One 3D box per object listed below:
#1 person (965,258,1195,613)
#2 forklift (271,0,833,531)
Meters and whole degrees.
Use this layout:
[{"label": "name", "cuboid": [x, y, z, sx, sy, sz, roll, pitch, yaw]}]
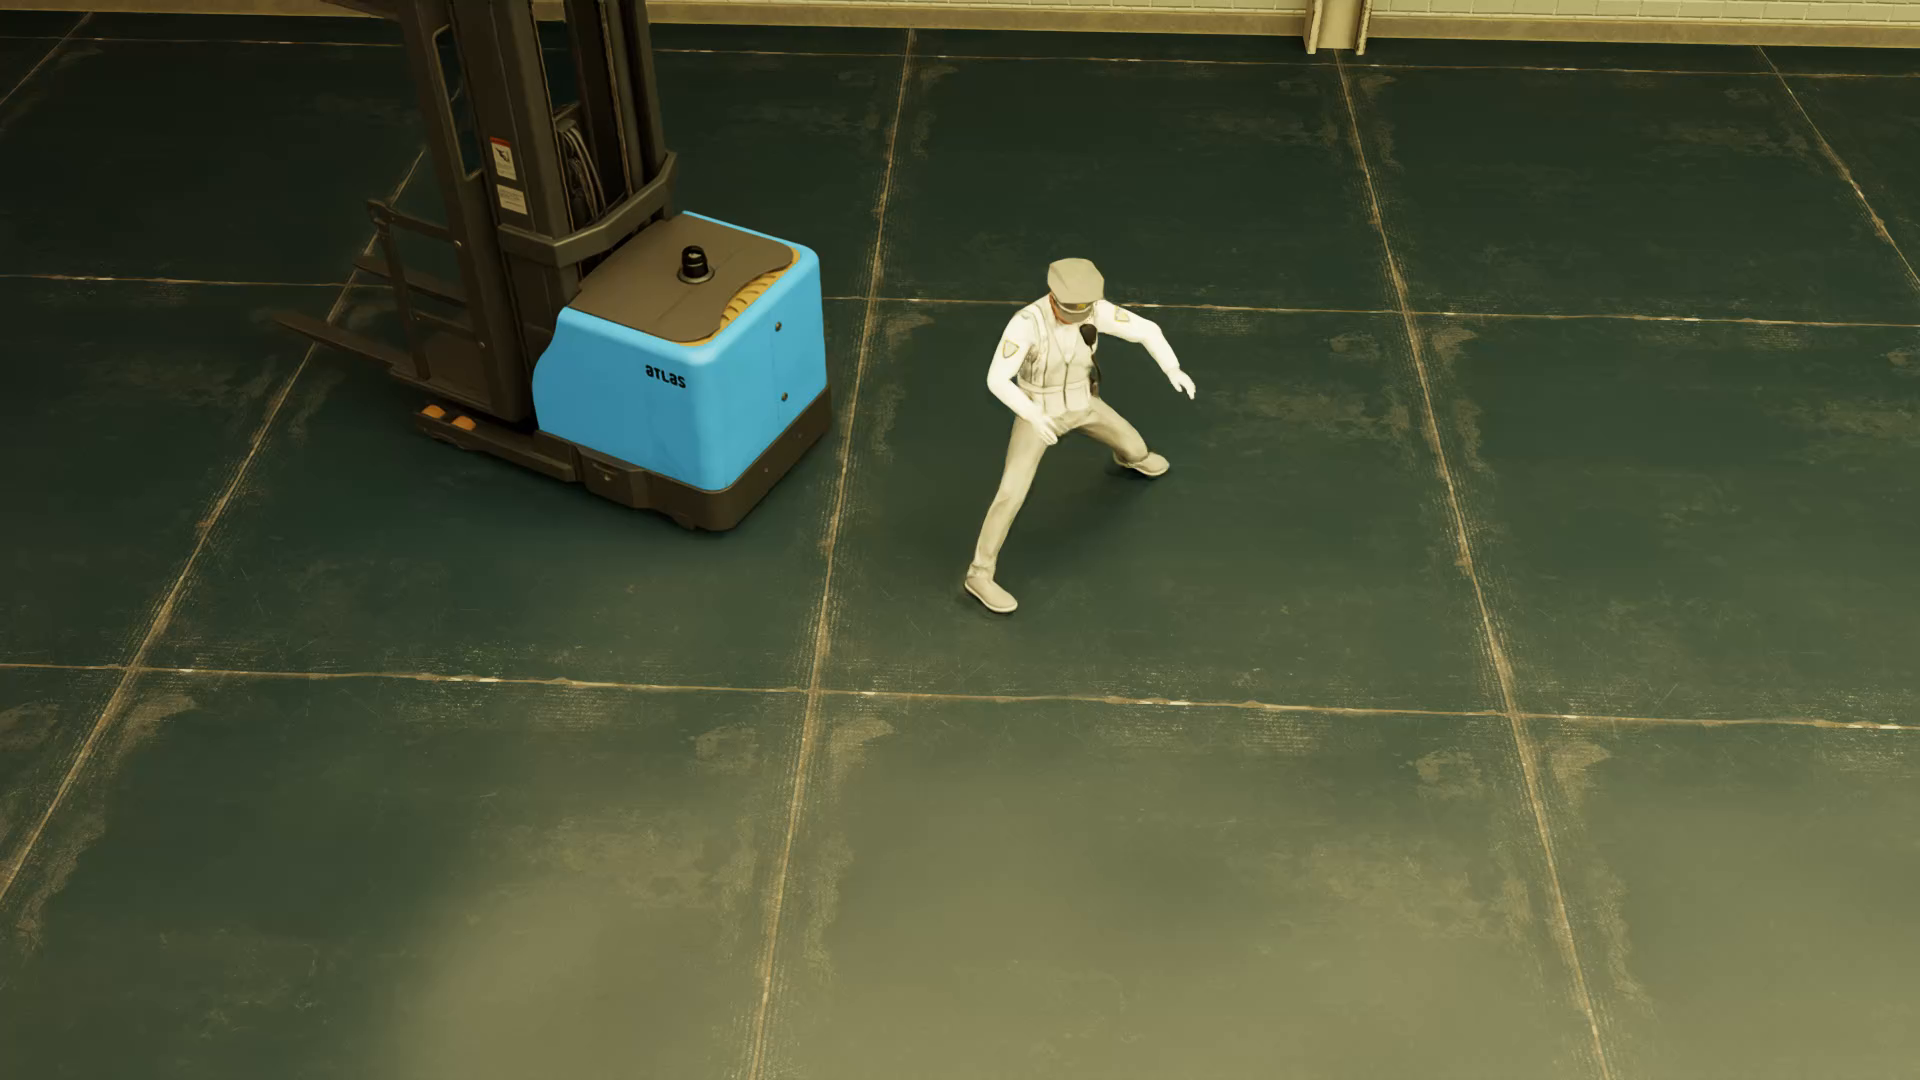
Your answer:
[{"label": "person", "cuboid": [0.545, -0.568, 7.446, 1.248, 1.466, 0.787, -15, 44, -15]}, {"label": "forklift", "cuboid": [-2.195, -1.835, 7.752, 3.031, 2.935, 1.130, 20, 46, 20]}]
